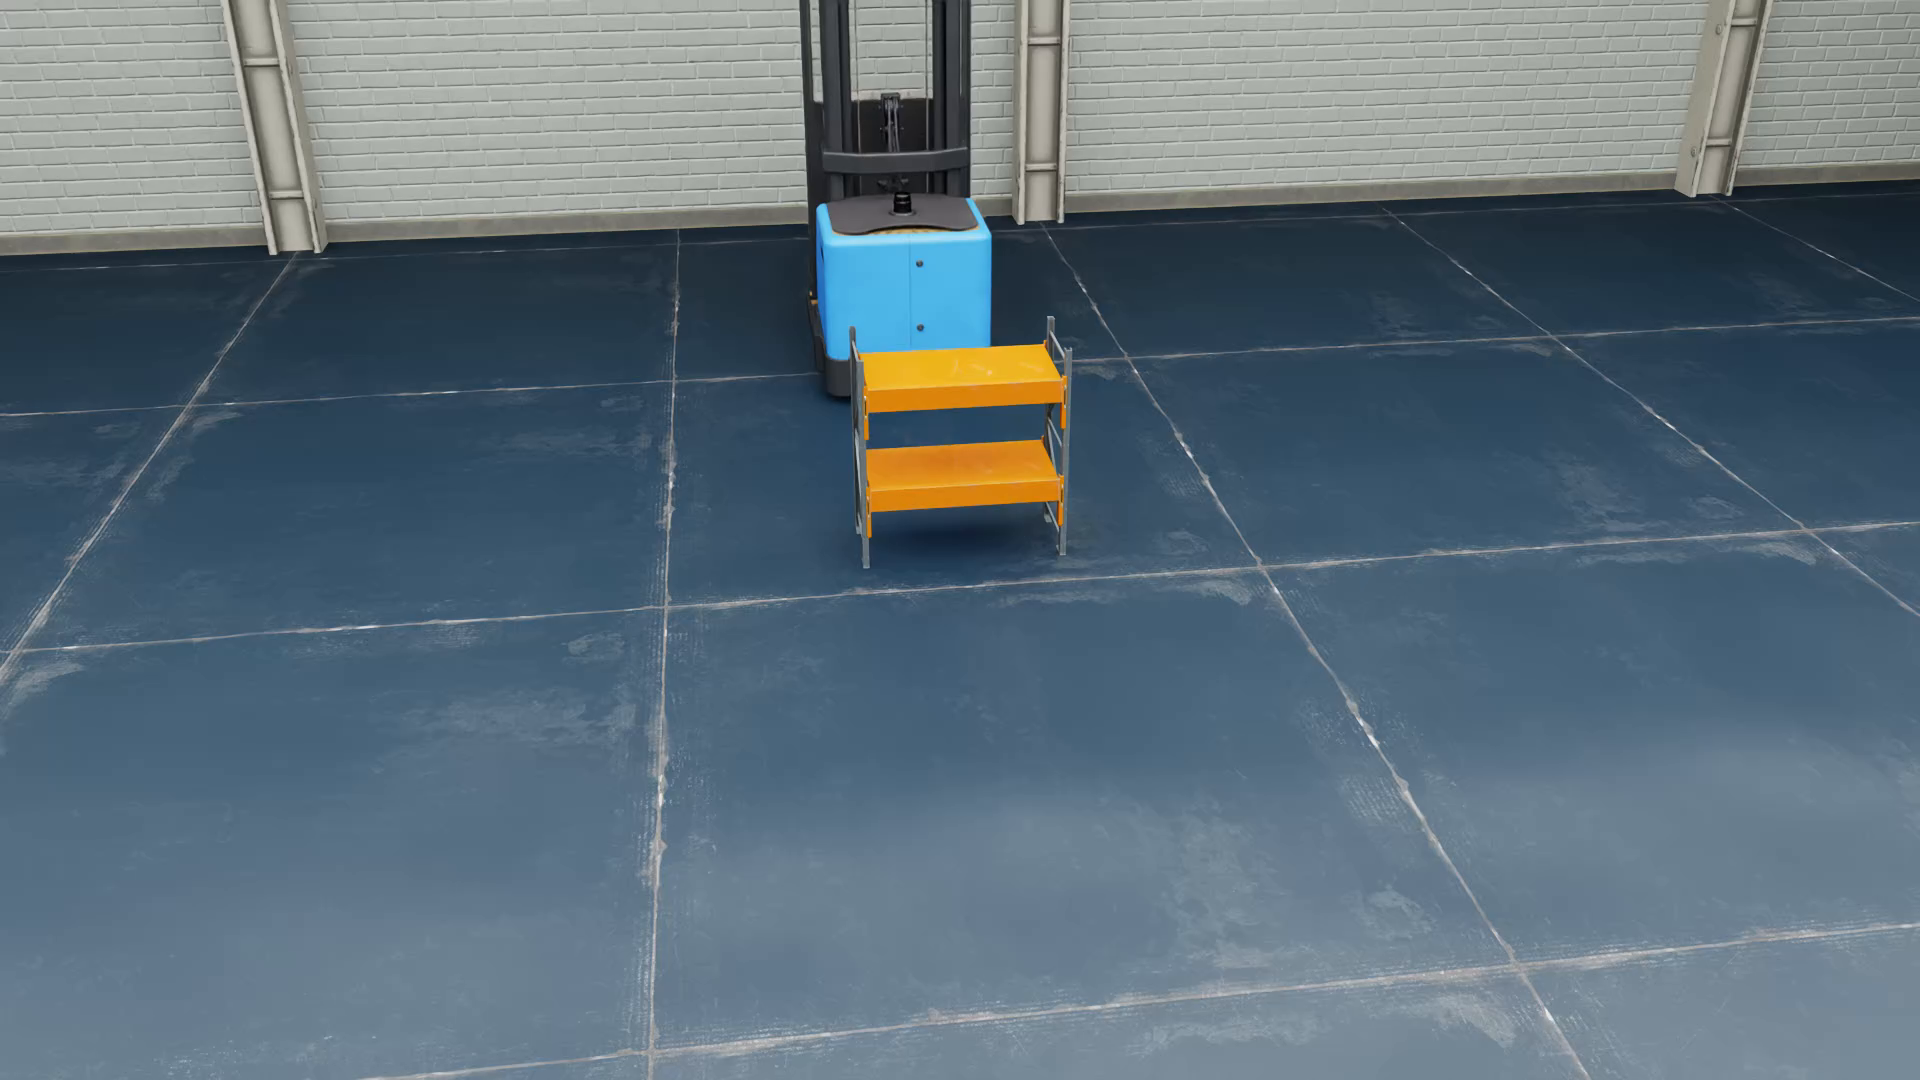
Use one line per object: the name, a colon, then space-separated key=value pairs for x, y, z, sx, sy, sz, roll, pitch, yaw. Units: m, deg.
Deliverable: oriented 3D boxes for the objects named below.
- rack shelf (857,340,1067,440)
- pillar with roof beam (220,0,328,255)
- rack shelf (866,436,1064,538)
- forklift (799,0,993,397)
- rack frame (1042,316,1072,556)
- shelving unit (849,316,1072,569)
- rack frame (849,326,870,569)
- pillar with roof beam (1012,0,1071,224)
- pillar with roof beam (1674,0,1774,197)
rack shelf: x=-0.007 y=-0.760 z=8.359 sx=1.000 sy=0.278 sz=0.538 roll=-4 pitch=27 yaw=-7
pillar with roof beam: x=-4.685 y=-4.394 z=7.456 sx=0.400 sy=9.000 sz=9.100 roll=-4 pitch=27 yaw=-7
rack shelf: x=-0.007 y=-0.282 z=8.604 sx=1.000 sy=0.278 sz=0.538 roll=-4 pitch=27 yaw=-7
forklift: x=-0.507 y=-2.841 z=11.077 sx=1.130 sy=2.935 sz=3.031 roll=-4 pitch=27 yaw=-7
rack frame: x=0.497 y=-0.532 z=8.555 sx=0.032 sy=1.125 sz=0.500 roll=-4 pitch=27 yaw=-7
shelving unit: x=-0.007 y=-0.500 z=8.492 sx=1.048 sy=1.125 sz=0.538 roll=-4 pitch=27 yaw=-7
rack frame: x=-0.510 y=-0.468 z=8.429 sx=0.032 sy=1.125 sz=0.500 roll=-4 pitch=27 yaw=-7
pillar with roof beam: x=1.256 y=-4.776 z=8.200 sx=0.400 sy=9.000 sz=9.100 roll=-4 pitch=27 yaw=-7
pillar with roof beam: x=7.198 y=-5.157 z=8.944 sx=0.400 sy=9.000 sz=9.100 roll=-4 pitch=27 yaw=-7
